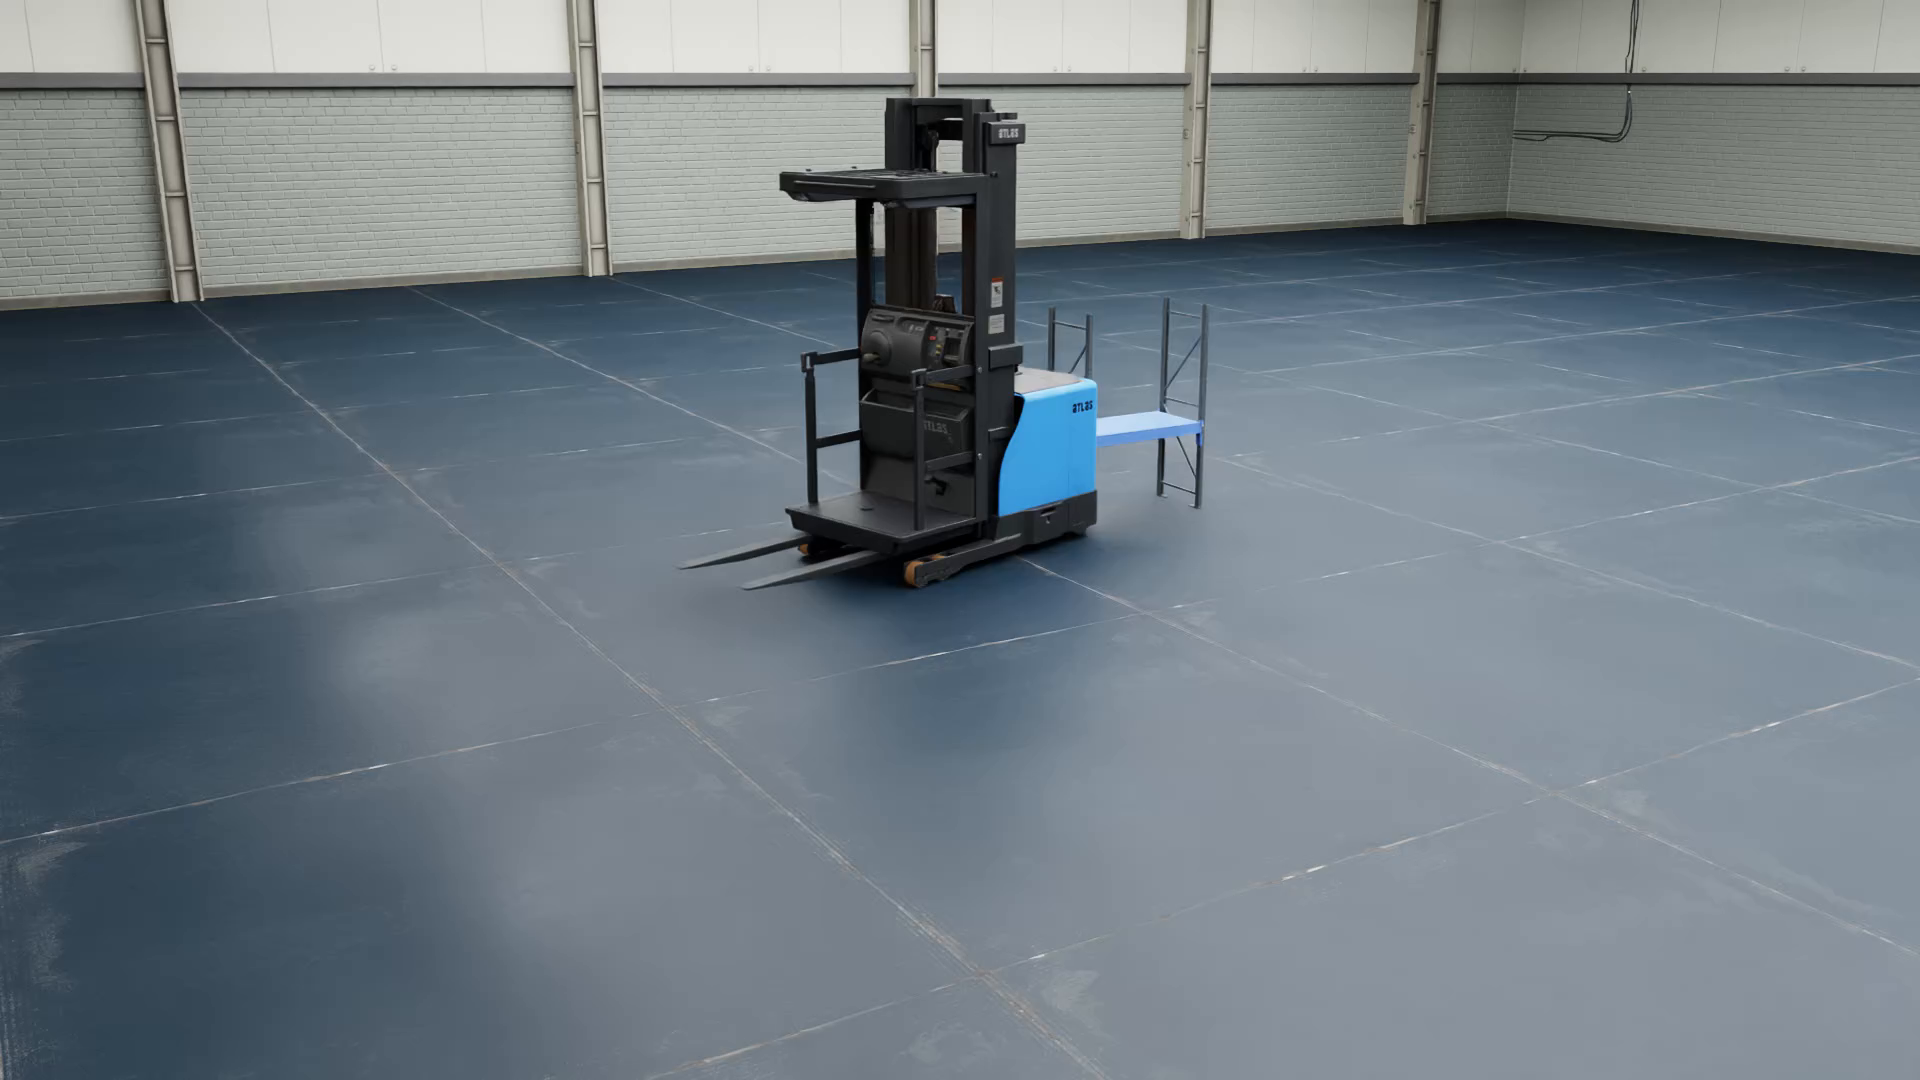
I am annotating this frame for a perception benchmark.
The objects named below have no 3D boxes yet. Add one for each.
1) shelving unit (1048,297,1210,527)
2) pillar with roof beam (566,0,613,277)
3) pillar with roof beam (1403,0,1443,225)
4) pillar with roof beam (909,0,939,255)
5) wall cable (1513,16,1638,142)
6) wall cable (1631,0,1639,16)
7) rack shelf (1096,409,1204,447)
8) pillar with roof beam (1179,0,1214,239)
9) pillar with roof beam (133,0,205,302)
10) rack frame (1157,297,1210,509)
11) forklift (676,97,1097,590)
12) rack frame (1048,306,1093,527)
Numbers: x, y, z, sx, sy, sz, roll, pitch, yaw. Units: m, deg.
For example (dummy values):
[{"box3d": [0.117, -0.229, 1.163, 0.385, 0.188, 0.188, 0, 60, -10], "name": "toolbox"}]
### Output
[{"box3d": [1.202, -0.940, 11.984, 1.048, 1.500, 0.538, -9, 18, -30], "name": "shelving unit"}, {"box3d": [-3.549, -7.558, 21.701, 0.400, 9.000, 9.100, -9, 18, -30], "name": "pillar with roof beam"}, {"box3d": [11.881, -10.060, 30.627, 0.400, 9.000, 9.100, -9, 18, -30], "name": "pillar with roof beam"}, {"box3d": [1.595, -8.392, 24.676, 0.400, 9.000, 9.100, -9, 18, -30], "name": "pillar with roof beam"}, {"box3d": [12.870, -9.665, 34.968, 0.112, 2.526, 3.097, -9, 18, -30], "name": "wall cable"}, {"box3d": [14.263, -11.471, 32.054, 0.112, 2.526, 3.097, -9, 18, -30], "name": "wall cable"}, {"box3d": [1.202, -0.767, 12.033, 1.000, 0.185, 0.538, -9, 18, -30], "name": "rack shelf"}, {"box3d": [6.738, -9.226, 27.651, 0.400, 9.000, 9.100, -9, 18, -30], "name": "pillar with roof beam"}, {"box3d": [-8.692, -6.724, 18.725, 0.400, 9.000, 9.100, -9, 18, -30], "name": "pillar with roof beam"}, {"box3d": [1.637, -1.011, 12.238, 0.032, 1.500, 0.500, -9, 18, -30], "name": "rack frame"}, {"box3d": [-0.428, -1.270, 10.511, 1.130, 2.935, 3.031, 14, 21, 42], "name": "forklift"}, {"box3d": [0.767, -0.869, 11.731, 0.032, 1.500, 0.500, -9, 18, -30], "name": "rack frame"}]
